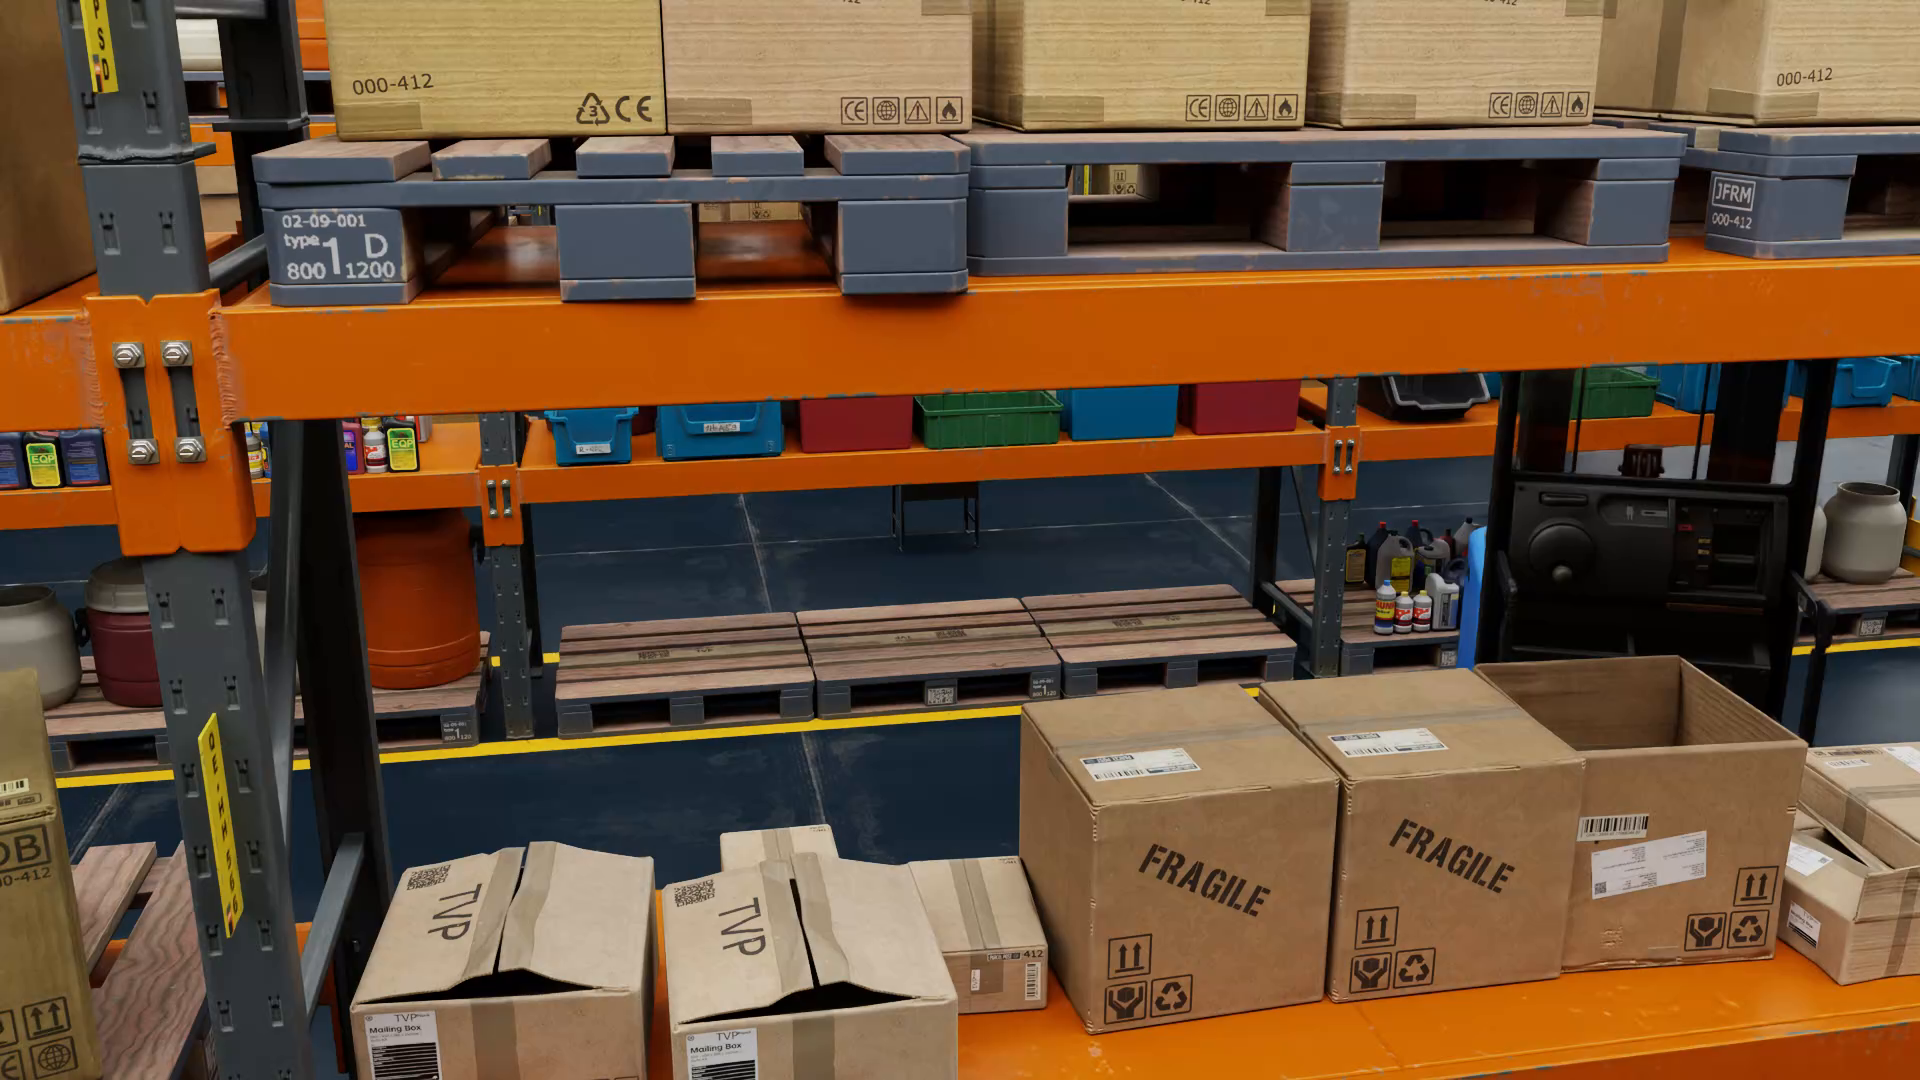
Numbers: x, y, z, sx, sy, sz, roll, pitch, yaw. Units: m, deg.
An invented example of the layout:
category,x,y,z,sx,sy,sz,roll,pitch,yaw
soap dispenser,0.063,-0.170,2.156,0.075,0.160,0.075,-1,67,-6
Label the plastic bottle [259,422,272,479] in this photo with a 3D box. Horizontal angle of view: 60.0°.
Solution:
category,x,y,z,sx,sy,sz,roll,pitch,yaw
plastic bottle,-2.999,-0.411,7.260,0.097,0.271,0.097,0,17,0

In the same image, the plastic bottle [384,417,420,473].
category,x,y,z,sx,sy,sz,roll,pitch,yaw
plastic bottle,-2.465,-0.442,7.339,0.133,0.283,0.061,-3,17,-10

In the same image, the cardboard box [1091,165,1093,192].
category,x,y,z,sx,sy,sz,roll,pitch,yaw
cardboard box,1.229,-3.066,13.305,0.500,0.500,0.500,-3,17,-10

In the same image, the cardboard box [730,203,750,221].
category,x,y,z,sx,sy,sz,roll,pitch,yaw
cardboard box,-2.444,-3.558,17.117,0.500,0.500,0.500,-3,17,-10

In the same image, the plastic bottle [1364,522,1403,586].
category,x,y,z,sx,sy,sz,roll,pitch,yaw
plastic bottle,2.356,0.071,9.233,0.185,0.351,0.144,-4,17,-12

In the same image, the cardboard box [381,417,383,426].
category,x,y,z,sx,sy,sz,roll,pitch,yaw
cardboard box,-4.646,-1.176,12.435,0.875,0.875,1.225,-3,17,-10

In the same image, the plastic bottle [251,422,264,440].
category,x,y,z,sx,sy,sz,roll,pitch,yaw
plastic bottle,-3.339,-0.585,7.946,0.097,0.201,0.097,0,17,0

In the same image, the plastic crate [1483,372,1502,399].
category,x,y,z,sx,sy,sz,roll,pitch,yaw
plastic crate,2.814,-0.934,8.998,0.616,0.251,0.499,-3,17,-10

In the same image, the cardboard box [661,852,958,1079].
category,x,y,z,sx,sy,sz,roll,pitch,yaw
cardboard box,-0.298,0.834,3.140,0.500,0.311,0.500,-3,17,-11

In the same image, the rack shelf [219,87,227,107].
category,x,y,z,sx,sy,sz,roll,pitch,yaw
rack shelf,-5.052,-3.049,11.747,4.000,0.370,1.077,-3,17,-10

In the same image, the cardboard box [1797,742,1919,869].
category,x,y,z,sx,sy,sz,roll,pitch,yaw
cardboard box,2.240,0.674,3.763,0.500,0.250,0.500,-2,17,-7

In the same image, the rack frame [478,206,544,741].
category,x,y,z,sx,sy,sz,roll,pitch,yaw
rack frame,-2.149,-0.643,7.796,0.127,3.000,1.000,-3,17,-10

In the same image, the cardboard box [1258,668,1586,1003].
category,x,y,z,sx,sy,sz,roll,pitch,yaw
cardboard box,0.949,0.610,3.546,0.500,0.500,0.500,-3,17,-10

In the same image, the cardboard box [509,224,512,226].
category,x,y,z,sx,sy,sz,roll,pitch,yaw
cardboard box,-3.526,-2.019,12.108,0.500,0.500,0.500,-3,17,-9

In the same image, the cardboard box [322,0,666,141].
category,x,y,z,sx,sy,sz,roll,pitch,yaw
cardboard box,-0.778,-0.819,2.801,0.500,0.250,0.500,-5,18,-15

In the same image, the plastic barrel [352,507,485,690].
category,x,y,z,sx,sy,sz,roll,pitch,yaw
plastic barrel,-2.626,0.226,7.948,0.708,0.830,0.600,-3,17,-10

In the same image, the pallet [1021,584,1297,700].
category,x,y,z,sx,sy,sz,roll,pitch,yaw
pallet,1.015,0.522,8.752,1.213,0.211,1.003,-3,17,-10

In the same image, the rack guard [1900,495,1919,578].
category,x,y,z,sx,sy,sz,roll,pitch,yaw
rack guard,5.640,0.124,9.556,0.348,0.500,1.175,-3,17,-10

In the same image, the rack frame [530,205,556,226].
category,x,y,z,sx,sy,sz,roll,pitch,yaw
rack frame,-3.088,-2.071,12.444,0.127,3.000,1.000,-3,17,-10

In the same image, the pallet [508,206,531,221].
category,x,y,z,sx,sy,sz,roll,pitch,yaw
pallet,-4.609,-3.344,16.917,1.003,0.211,1.213,-3,17,-10

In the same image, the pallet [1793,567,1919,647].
category,x,y,z,sx,sy,sz,roll,pitch,yaw
pallet,4.842,0.306,9.456,1.213,0.211,1.003,-3,17,-10

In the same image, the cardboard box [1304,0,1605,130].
category,x,y,z,sx,sy,sz,roll,pitch,yaw
cardboard box,0.826,-0.912,3.102,0.500,0.250,0.500,-5,18,-15

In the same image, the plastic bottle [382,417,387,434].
category,x,y,z,sx,sy,sz,roll,pitch,yaw
plastic bottle,-2.754,-0.652,8.044,0.097,0.271,0.097,0,17,0

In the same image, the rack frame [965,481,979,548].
category,x,y,z,sx,sy,sz,roll,pitch,yaw
rack frame,0.077,-1.008,10.518,0.015,2.100,0.400,-3,17,-10

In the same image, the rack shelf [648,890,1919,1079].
category,x,y,z,sx,sy,sz,roll,pitch,yaw
rack shelf,0.751,1.018,3.614,4.000,0.370,1.077,-3,17,-10

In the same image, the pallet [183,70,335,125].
category,x,y,z,sx,sy,sz,roll,pitch,yaw
pallet,-2.918,-1.972,7.336,1.213,0.211,1.003,-3,17,-10

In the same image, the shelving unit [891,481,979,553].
category,x,y,z,sx,sy,sz,roll,pitch,yaw
shelving unit,-0.163,-0.995,10.473,0.503,2.100,0.431,-3,17,-10

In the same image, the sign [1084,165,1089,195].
category,x,y,z,sx,sy,sz,roll,pitch,yaw
sign,0.948,-2.687,12.480,0.005,0.325,0.100,-3,17,-10

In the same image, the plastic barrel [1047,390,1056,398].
category,x,y,z,sx,sy,sz,roll,pitch,yaw
plastic barrel,0.450,-0.770,8.445,0.301,0.262,0.301,0,17,0

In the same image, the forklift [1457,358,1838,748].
category,x,y,z,sx,sy,sz,roll,pitch,yaw
forklift,2.431,0.007,5.797,1.130,2.935,3.031,4,17,12

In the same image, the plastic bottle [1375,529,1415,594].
category,x,y,z,sx,sy,sz,roll,pitch,yaw
plastic bottle,2.384,0.113,9.097,0.185,0.351,0.144,-3,17,-10

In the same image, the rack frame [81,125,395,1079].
category,x,y,z,sx,sy,sz,roll,pitch,yaw
rack frame,-1.213,0.785,3.146,0.127,3.000,1.000,-3,17,-10

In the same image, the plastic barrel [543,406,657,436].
category,x,y,z,sx,sy,sz,roll,pitch,yaw
plastic barrel,-1.751,-0.821,8.144,0.708,0.536,0.600,-3,17,-10

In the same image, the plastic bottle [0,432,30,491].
category,x,y,z,sx,sy,sz,roll,pitch,yaw
plastic bottle,-4.064,-0.395,7.074,0.185,0.351,0.144,-3,17,-10

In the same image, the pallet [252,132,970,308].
category,x,y,z,sx,sy,sz,roll,pitch,yaw
pallet,-0.563,-0.622,2.940,1.003,0.211,1.213,-2,17,-8

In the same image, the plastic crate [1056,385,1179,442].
category,x,y,z,sx,sy,sz,roll,pitch,yaw
plastic crate,0.755,-0.707,8.031,0.575,0.384,0.392,-3,17,-10

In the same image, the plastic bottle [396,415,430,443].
category,x,y,z,sx,sy,sz,roll,pitch,yaw
plastic bottle,-2.606,-0.609,7.896,0.135,0.276,0.152,-3,17,-10

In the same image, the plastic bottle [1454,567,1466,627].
category,x,y,z,sx,sy,sz,roll,pitch,yaw
plastic bottle,2.650,0.265,8.602,0.185,0.351,0.144,-3,17,-9

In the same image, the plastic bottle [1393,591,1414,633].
category,x,y,z,sx,sy,sz,roll,pitch,yaw
plastic bottle,2.274,0.365,8.532,0.097,0.201,0.097,0,17,0

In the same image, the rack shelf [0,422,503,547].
category,x,y,z,sx,sy,sz,roll,pitch,yaw
rack shelf,-4.112,-0.188,7.539,4.000,0.370,1.077,-3,17,-10

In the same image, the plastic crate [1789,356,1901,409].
category,x,y,z,sx,sy,sz,roll,pitch,yaw
plastic crate,4.633,-0.869,8.784,0.408,0.251,0.499,-3,17,-10

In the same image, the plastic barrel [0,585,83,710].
category,x,y,z,sx,sy,sz,roll,pitch,yaw
plastic barrel,-4.272,0.498,7.604,0.421,0.512,0.421,0,17,0

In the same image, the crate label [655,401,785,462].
category,x,y,z,sx,sy,sz,roll,pitch,yaw
crate label,-1.122,-0.637,7.717,0.616,0.435,0.502,-3,17,-10

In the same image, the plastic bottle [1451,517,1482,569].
category,x,y,z,sx,sy,sz,roll,pitch,yaw
plastic bottle,2.862,0.043,9.326,0.185,0.351,0.144,-3,17,-11
